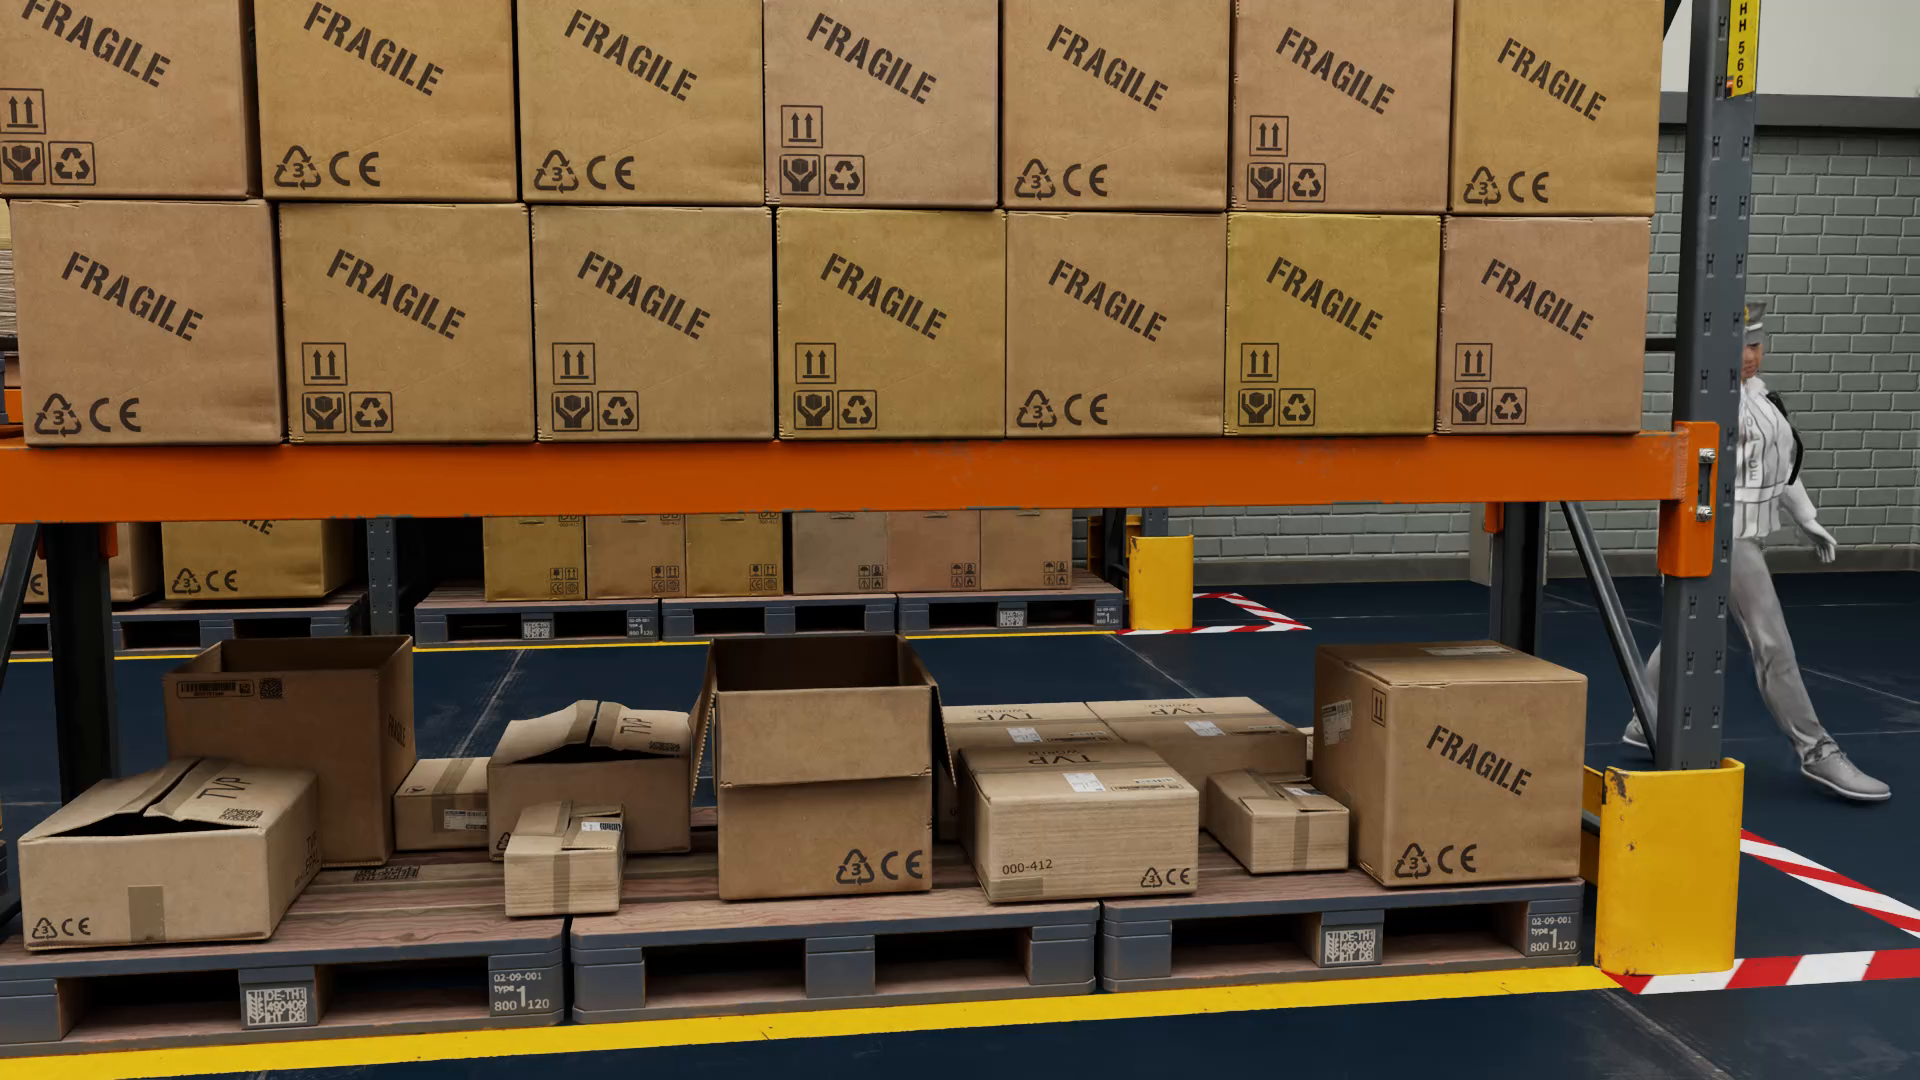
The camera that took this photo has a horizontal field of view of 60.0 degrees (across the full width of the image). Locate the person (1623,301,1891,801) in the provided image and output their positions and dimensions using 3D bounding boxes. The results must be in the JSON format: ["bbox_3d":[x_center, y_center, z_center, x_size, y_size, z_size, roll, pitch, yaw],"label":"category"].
[{"bbox_3d":[2.737,0.007,5.673,0.902,1.624,0.595,6,9,41],"label":"person"}]
